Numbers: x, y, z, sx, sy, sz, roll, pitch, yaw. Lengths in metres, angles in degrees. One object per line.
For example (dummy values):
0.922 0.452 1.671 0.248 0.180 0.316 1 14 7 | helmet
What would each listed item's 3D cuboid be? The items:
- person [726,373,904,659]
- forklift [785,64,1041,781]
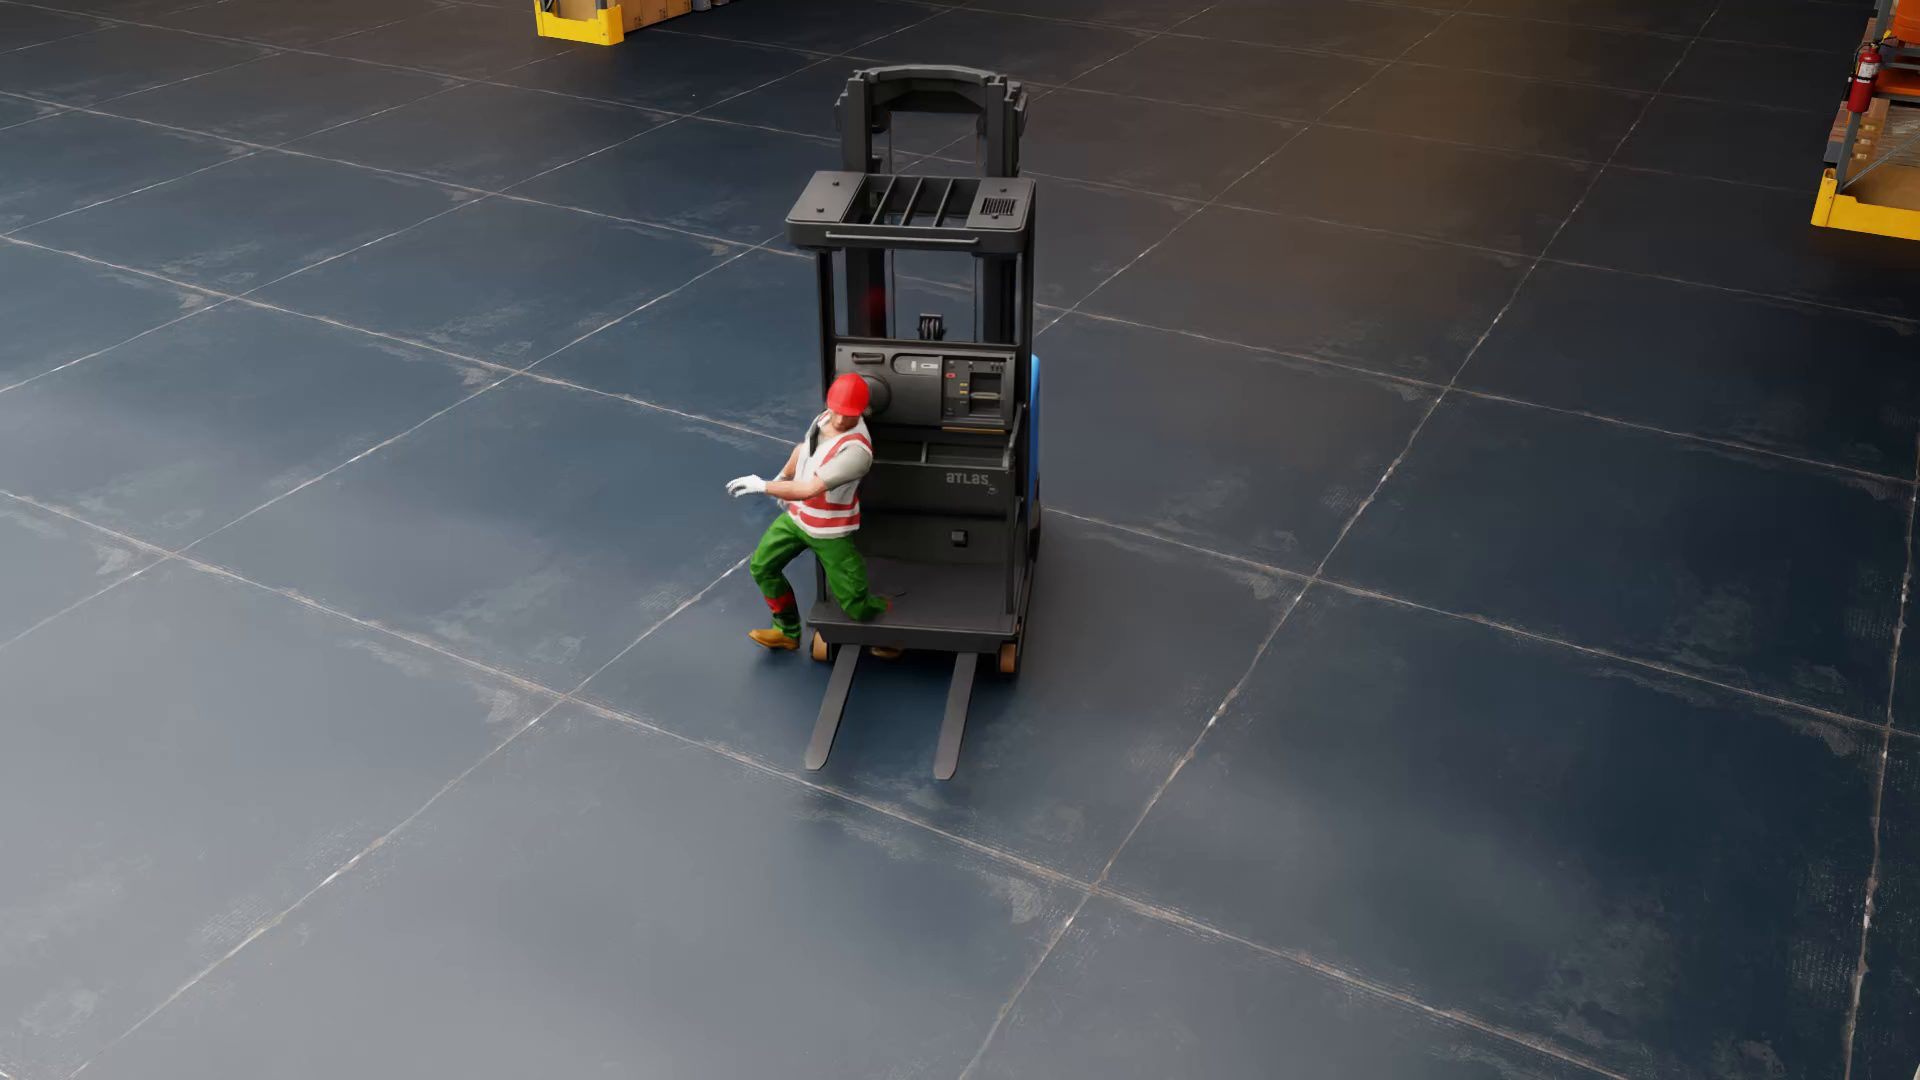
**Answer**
-0.771 -0.113 8.558 0.882 1.672 0.797 -21 36 -32 | person
-0.204 -0.745 8.361 1.130 2.935 3.031 3 30 6 | forklift
